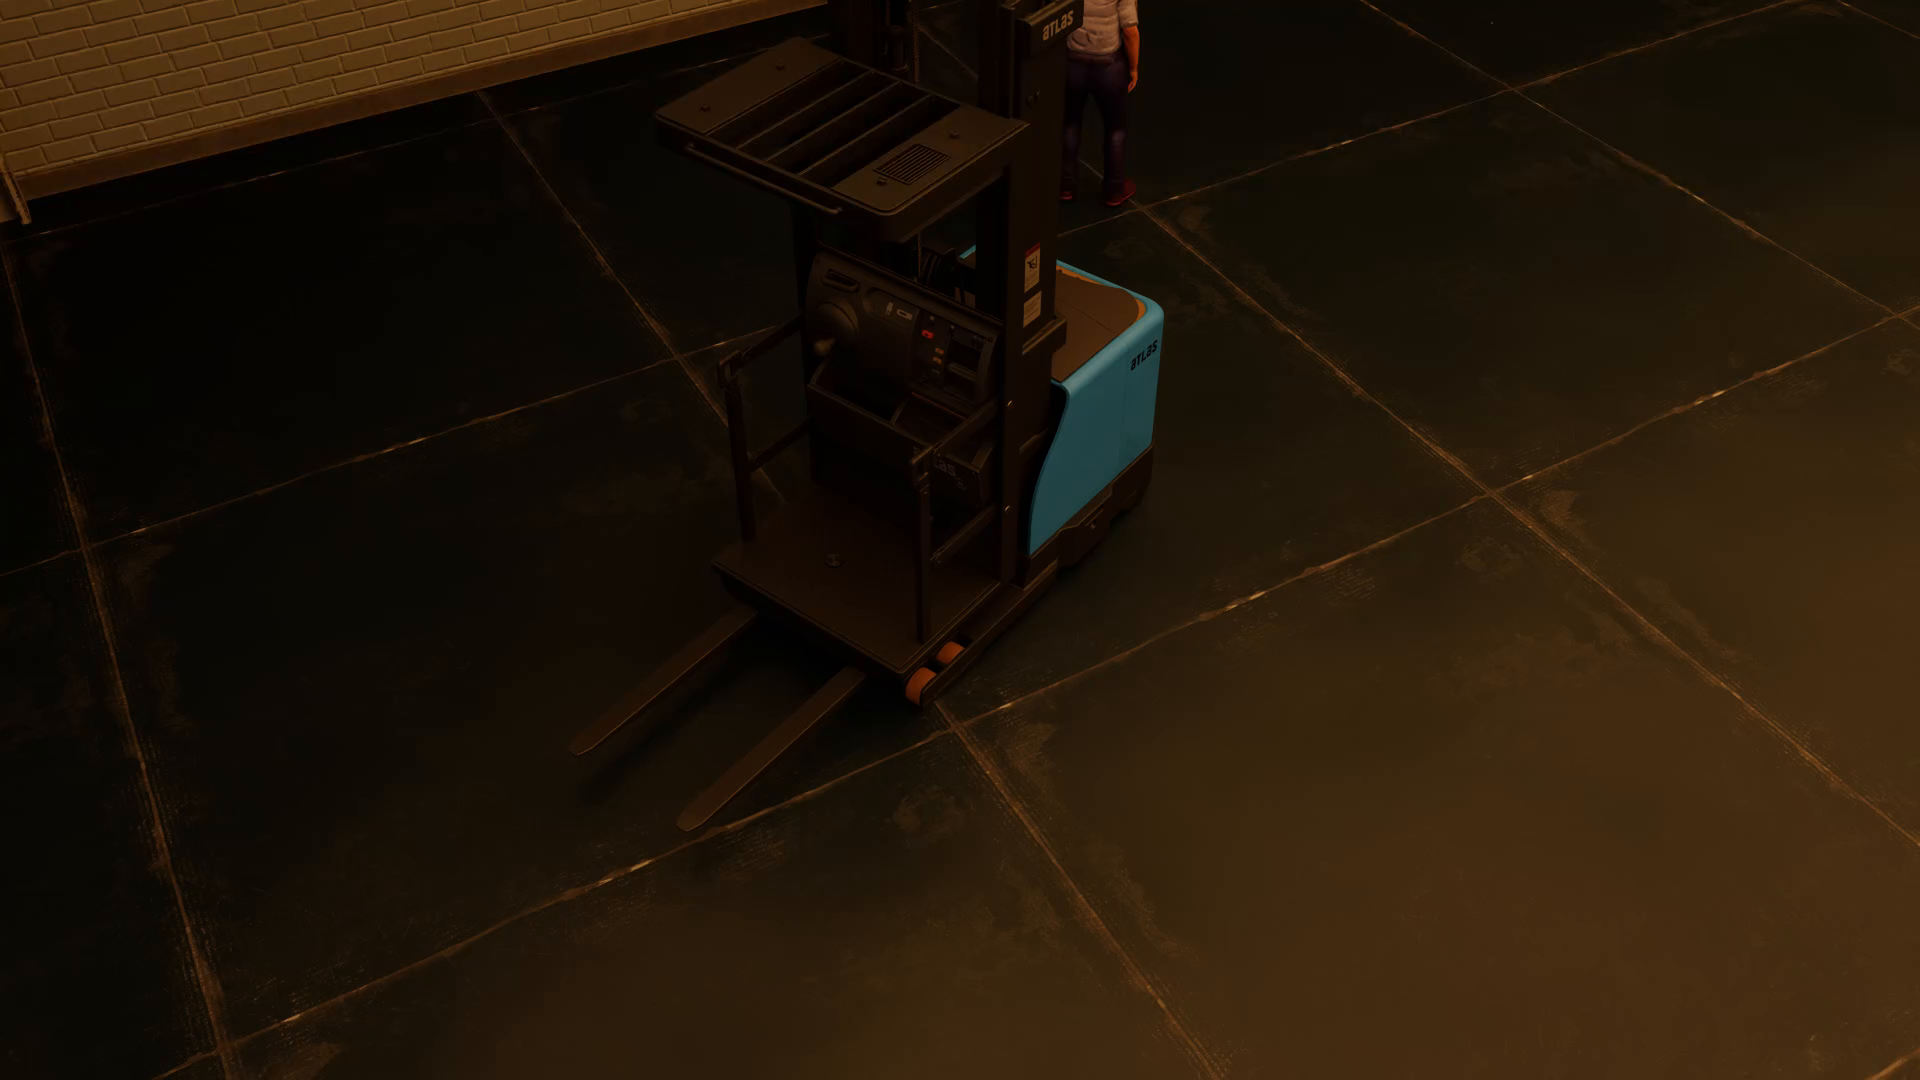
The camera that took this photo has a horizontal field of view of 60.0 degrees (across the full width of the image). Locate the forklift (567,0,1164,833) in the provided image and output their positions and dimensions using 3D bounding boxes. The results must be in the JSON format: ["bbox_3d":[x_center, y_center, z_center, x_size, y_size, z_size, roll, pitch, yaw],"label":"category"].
[{"bbox_3d":[-0.375,-0.749,6.505,1.130,2.935,3.031,28,50,27],"label":"forklift"}]

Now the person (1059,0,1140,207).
[{"bbox_3d":[0.771,-2.702,9.553,0.563,1.653,0.367,9,44,9],"label":"person"}]
